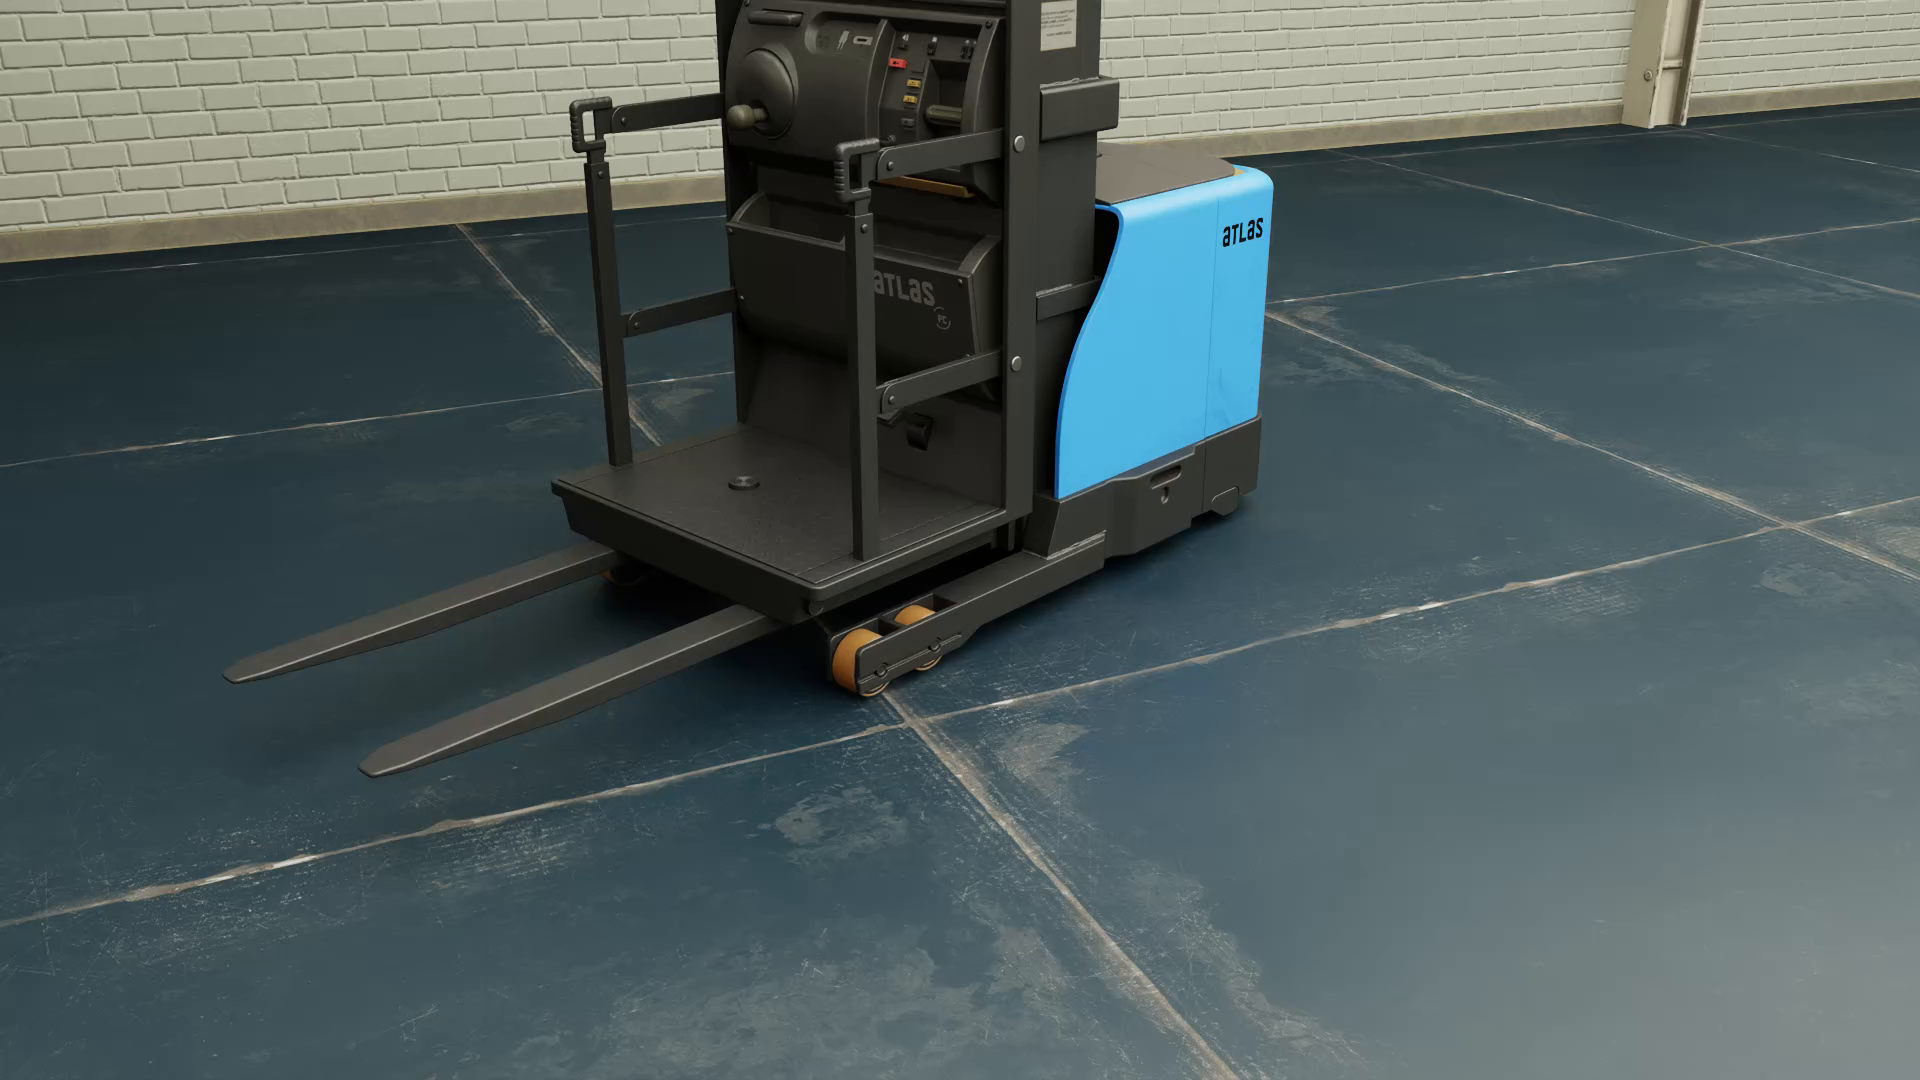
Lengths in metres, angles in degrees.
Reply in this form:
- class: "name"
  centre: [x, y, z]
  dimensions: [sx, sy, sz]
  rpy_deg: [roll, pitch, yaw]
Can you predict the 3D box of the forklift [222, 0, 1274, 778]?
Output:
- class: "forklift"
  centre: [-0.413, -1.182, 4.131]
  dimensions: [1.130, 2.935, 3.031]
  rpy_deg: [19, 29, 39]
